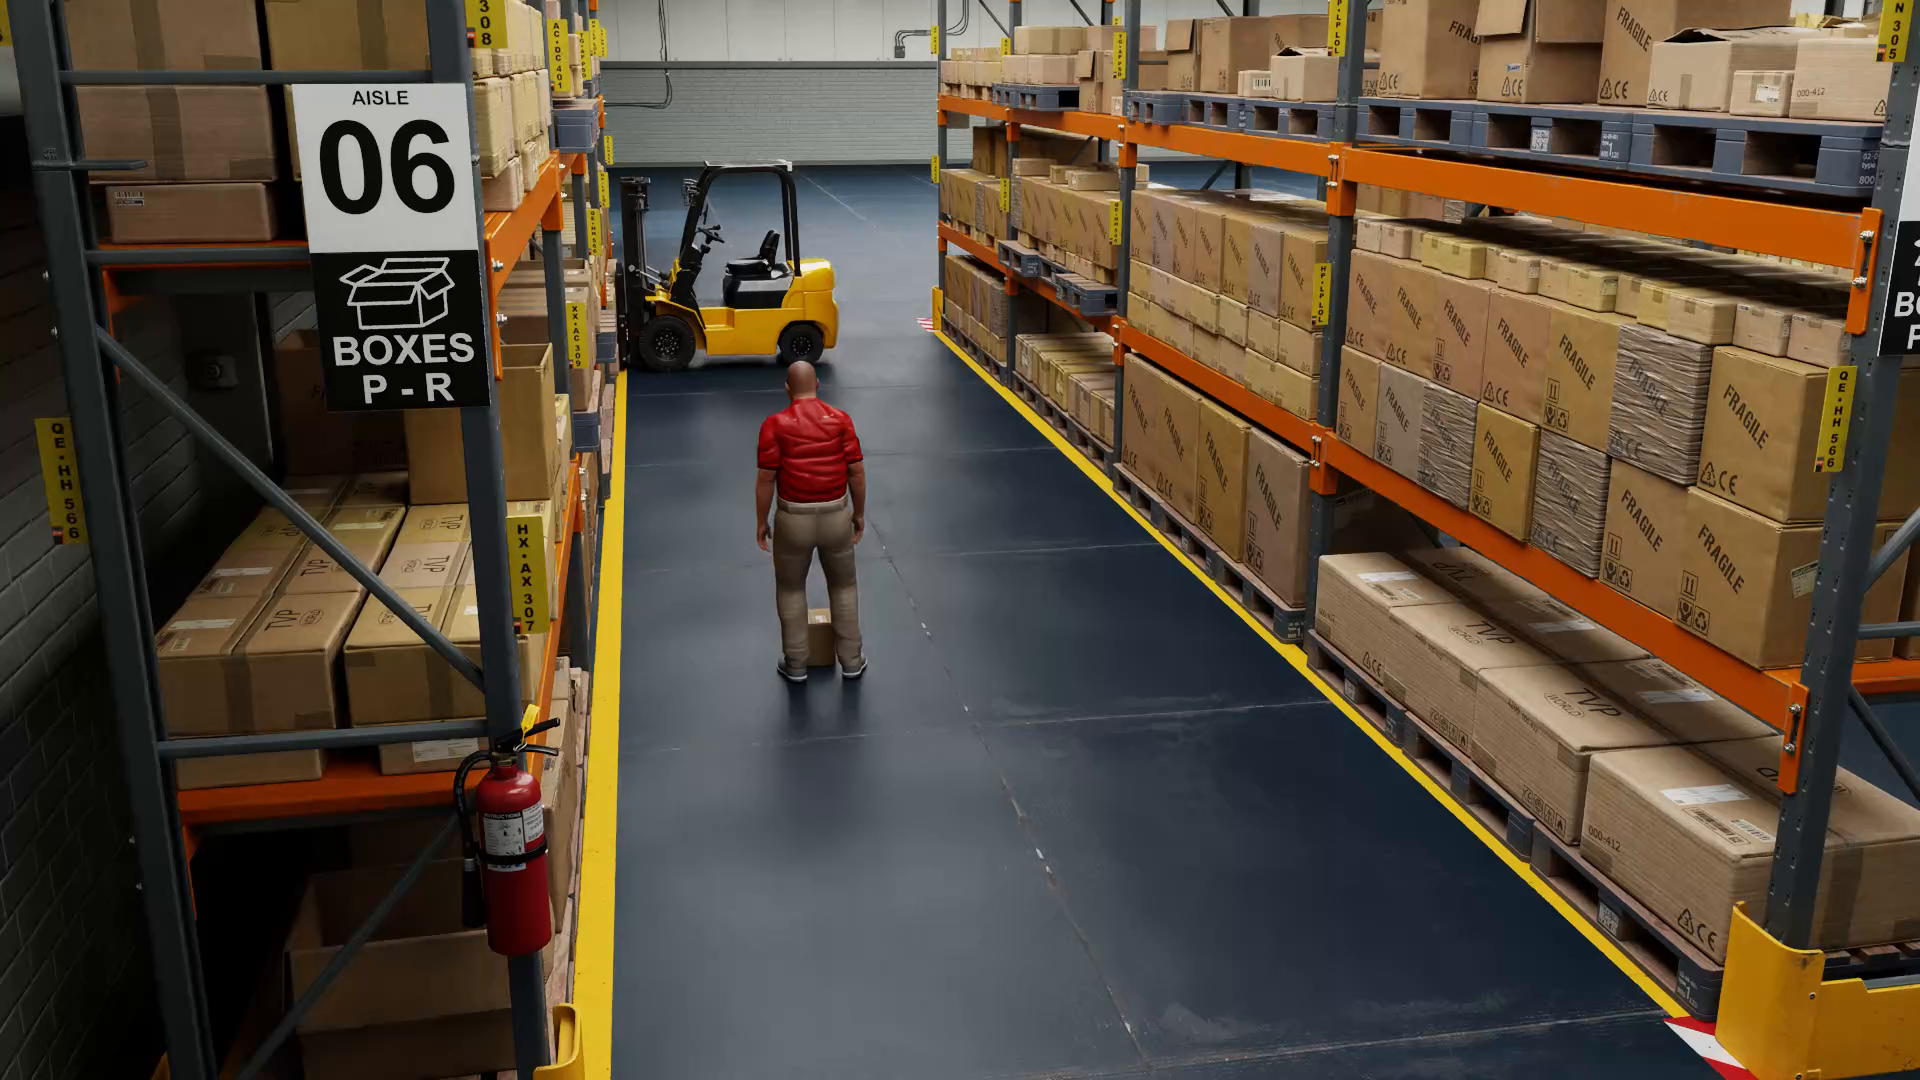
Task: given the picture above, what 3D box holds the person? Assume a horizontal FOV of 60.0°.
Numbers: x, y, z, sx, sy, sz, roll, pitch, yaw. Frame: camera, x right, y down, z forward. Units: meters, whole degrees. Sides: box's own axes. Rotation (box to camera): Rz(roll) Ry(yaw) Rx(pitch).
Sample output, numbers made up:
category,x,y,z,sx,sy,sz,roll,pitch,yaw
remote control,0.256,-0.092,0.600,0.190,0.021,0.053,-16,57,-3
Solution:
category,x,y,z,sx,sy,sz,roll,pitch,yaw
person,-0.790,-0.093,8.880,0.606,1.727,0.399,-4,17,-14
